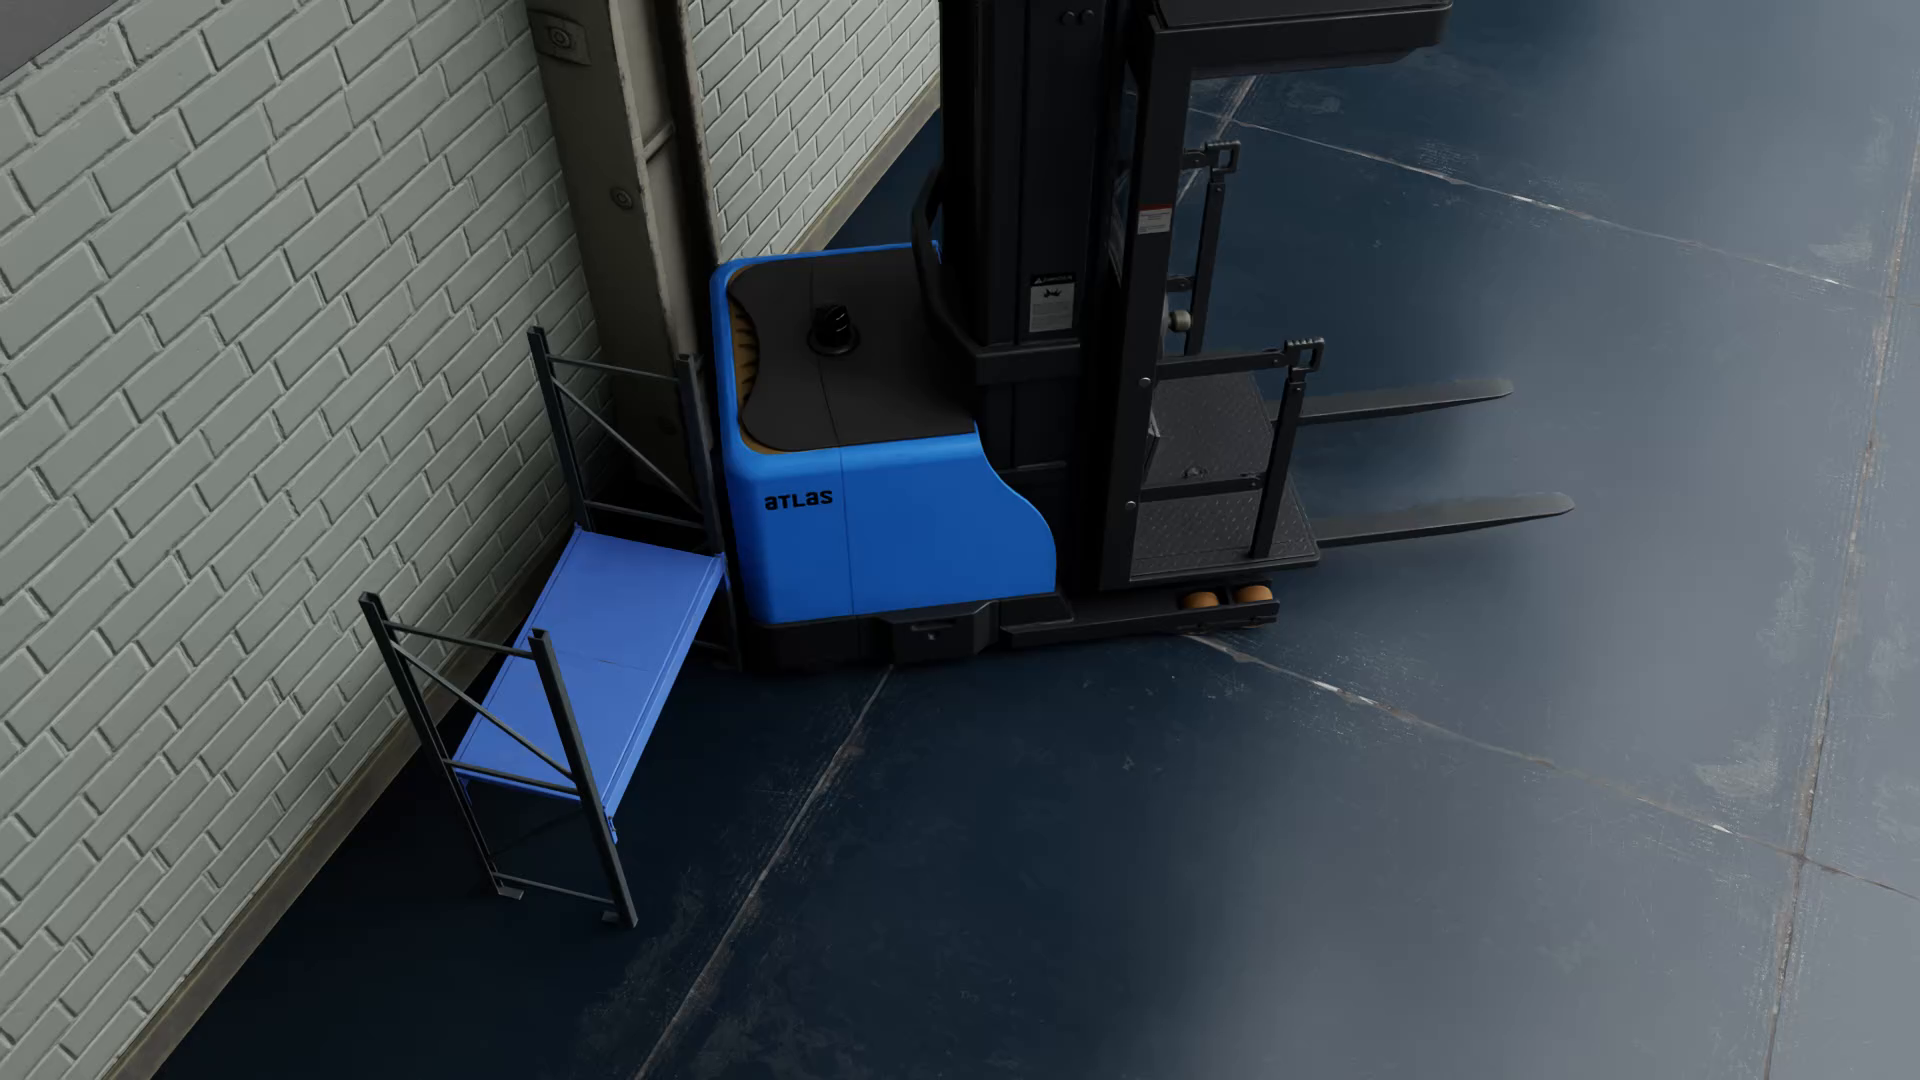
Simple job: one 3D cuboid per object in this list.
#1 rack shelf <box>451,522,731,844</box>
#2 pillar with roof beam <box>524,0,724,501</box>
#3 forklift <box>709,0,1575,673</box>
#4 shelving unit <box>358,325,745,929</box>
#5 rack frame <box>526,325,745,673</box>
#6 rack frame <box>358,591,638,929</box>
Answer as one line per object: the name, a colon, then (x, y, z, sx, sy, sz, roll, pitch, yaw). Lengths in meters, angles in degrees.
rack shelf: (-1.132, 0.415, 5.149, 0.538, 0.185, 1.000, 11, 51, 9)
pillar with roof beam: (2.828, -1.851, 1.916, 9.100, 9.000, 0.400, 20, 52, 16)
forklift: (0.697, -1.006, 5.182, 3.031, 2.935, 1.130, -6, 50, -5)
shelving unit: (-1.132, 0.298, 5.012, 0.538, 1.500, 1.048, 11, 51, 9)
rack frame: (-1.005, -0.077, 5.331, 0.500, 1.500, 0.032, 11, 51, 9)
rack frame: (-1.259, 0.673, 4.693, 0.500, 1.500, 0.032, 11, 51, 9)
